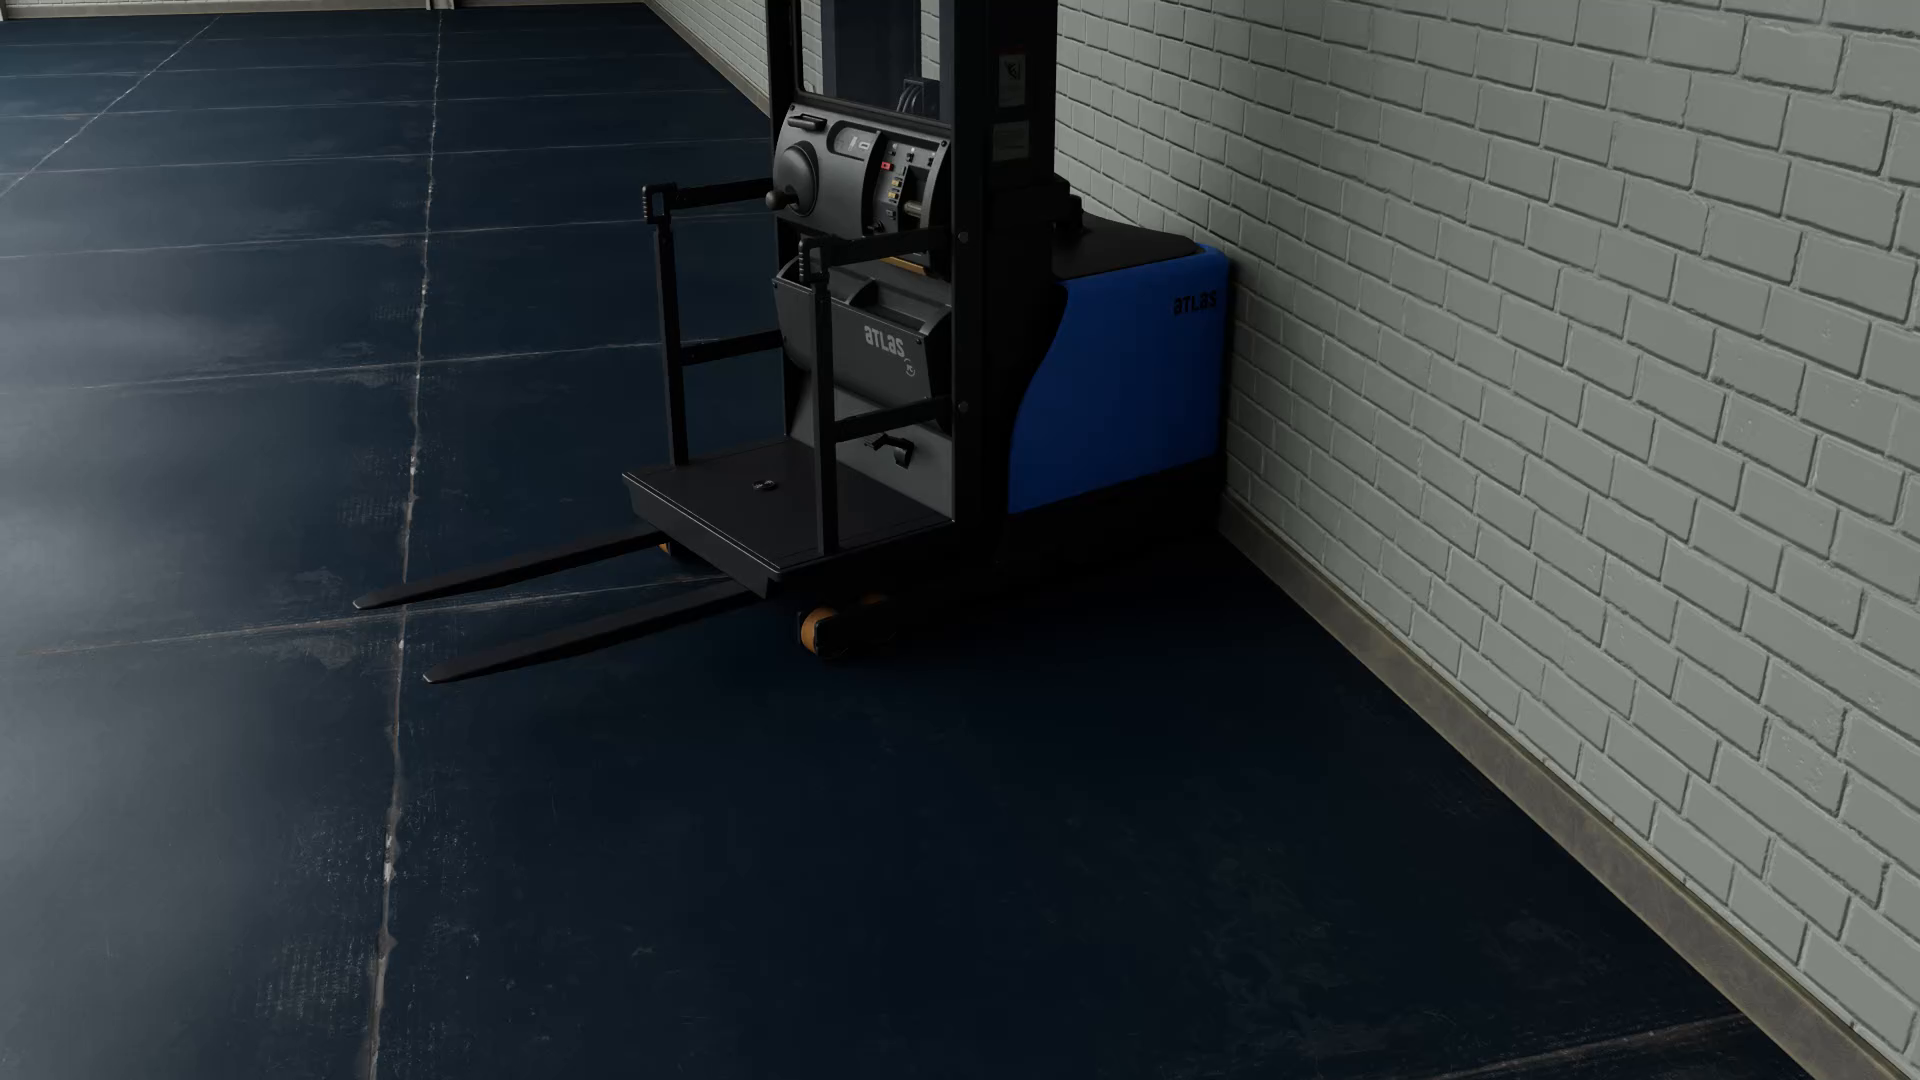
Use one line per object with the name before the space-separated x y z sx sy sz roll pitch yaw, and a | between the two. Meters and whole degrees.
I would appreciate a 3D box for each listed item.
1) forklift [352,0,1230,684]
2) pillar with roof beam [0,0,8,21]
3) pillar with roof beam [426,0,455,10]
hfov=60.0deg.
forklift | -0.501 -1.199 5.327 3.031 2.935 1.130 -16 28 -33
pillar with roof beam | -12.273 -9.707 17.460 0.400 9.000 9.100 -6 24 -14
pillar with roof beam | -6.496 -10.346 18.949 0.400 9.000 9.100 -6 24 -14
